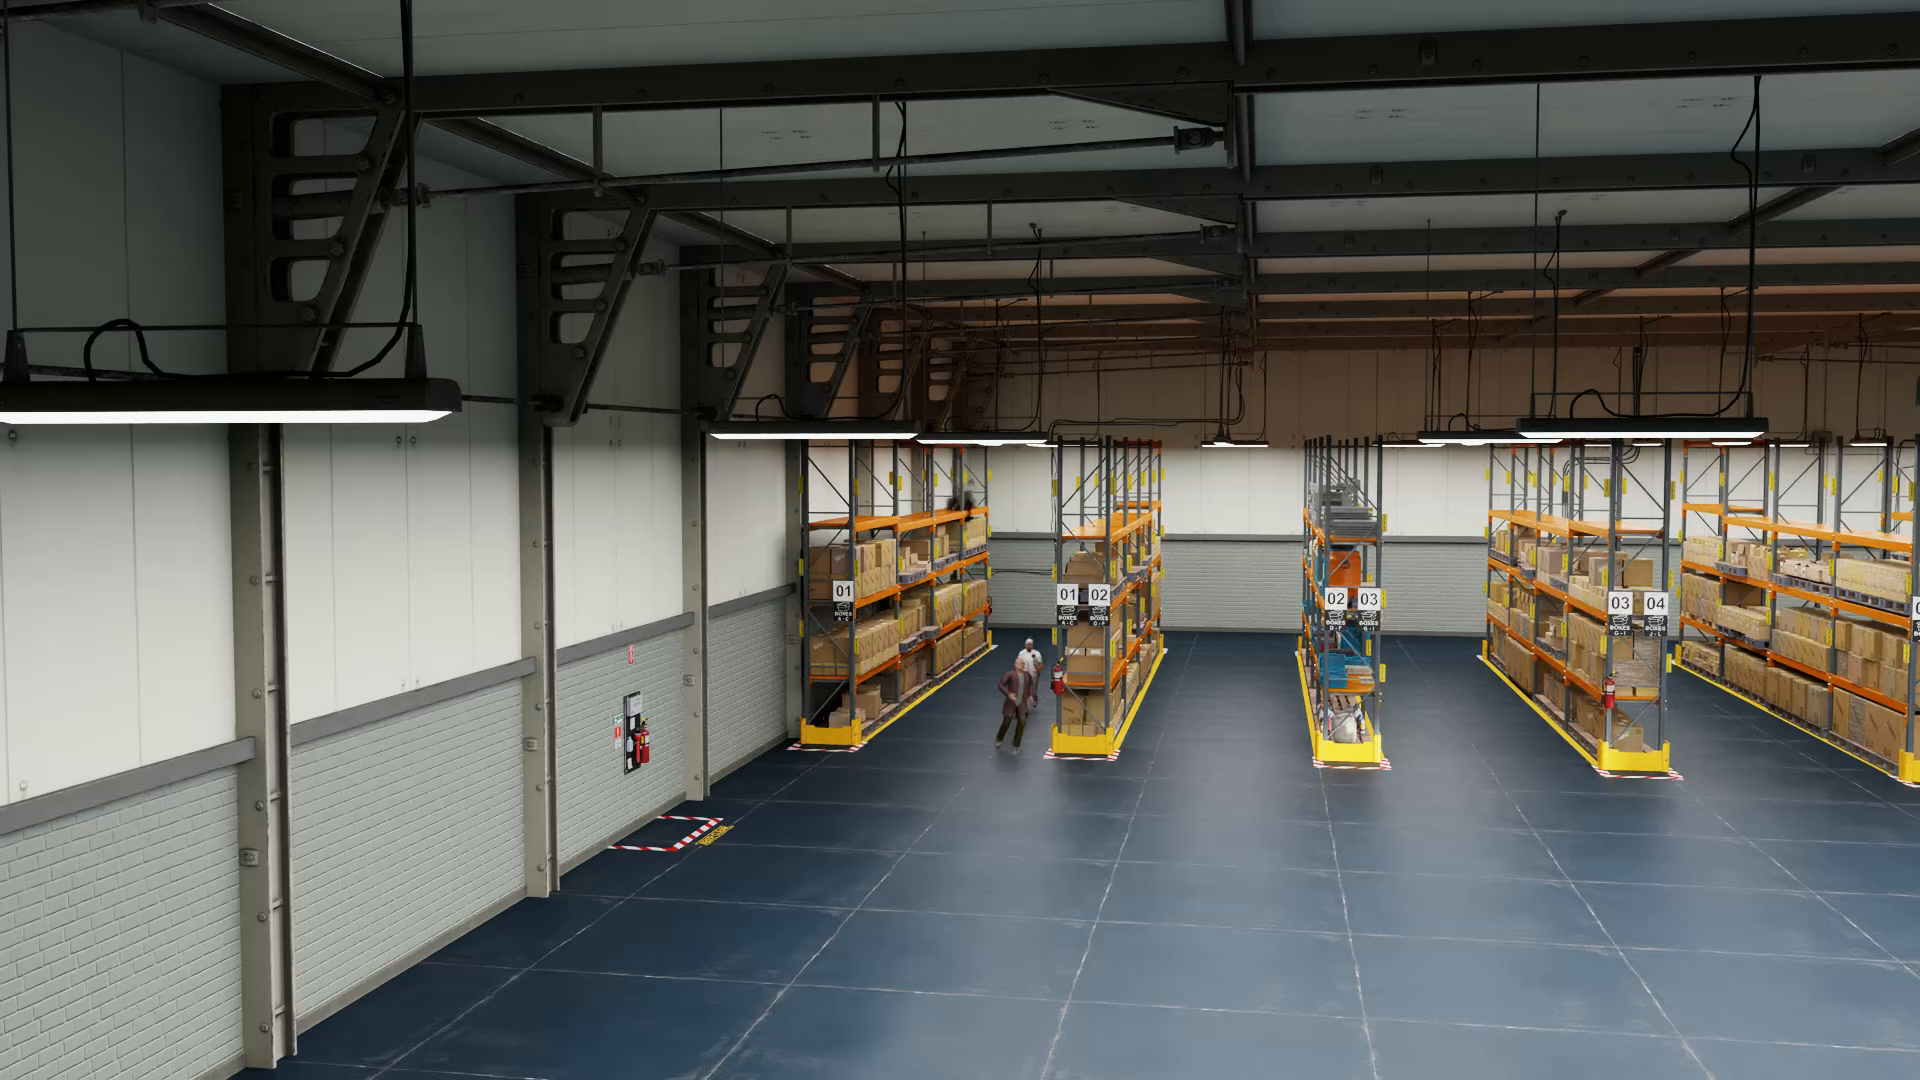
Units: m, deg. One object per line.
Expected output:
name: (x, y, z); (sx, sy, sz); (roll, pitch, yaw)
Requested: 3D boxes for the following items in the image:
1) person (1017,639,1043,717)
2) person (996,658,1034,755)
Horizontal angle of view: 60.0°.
person: (1.503, 2.967, 36.013); (0.607, 1.665, 0.830); (1, 3, 11)
person: (1.080, 3.143, 31.613); (0.759, 1.808, 0.854); (-1, 3, -15)
